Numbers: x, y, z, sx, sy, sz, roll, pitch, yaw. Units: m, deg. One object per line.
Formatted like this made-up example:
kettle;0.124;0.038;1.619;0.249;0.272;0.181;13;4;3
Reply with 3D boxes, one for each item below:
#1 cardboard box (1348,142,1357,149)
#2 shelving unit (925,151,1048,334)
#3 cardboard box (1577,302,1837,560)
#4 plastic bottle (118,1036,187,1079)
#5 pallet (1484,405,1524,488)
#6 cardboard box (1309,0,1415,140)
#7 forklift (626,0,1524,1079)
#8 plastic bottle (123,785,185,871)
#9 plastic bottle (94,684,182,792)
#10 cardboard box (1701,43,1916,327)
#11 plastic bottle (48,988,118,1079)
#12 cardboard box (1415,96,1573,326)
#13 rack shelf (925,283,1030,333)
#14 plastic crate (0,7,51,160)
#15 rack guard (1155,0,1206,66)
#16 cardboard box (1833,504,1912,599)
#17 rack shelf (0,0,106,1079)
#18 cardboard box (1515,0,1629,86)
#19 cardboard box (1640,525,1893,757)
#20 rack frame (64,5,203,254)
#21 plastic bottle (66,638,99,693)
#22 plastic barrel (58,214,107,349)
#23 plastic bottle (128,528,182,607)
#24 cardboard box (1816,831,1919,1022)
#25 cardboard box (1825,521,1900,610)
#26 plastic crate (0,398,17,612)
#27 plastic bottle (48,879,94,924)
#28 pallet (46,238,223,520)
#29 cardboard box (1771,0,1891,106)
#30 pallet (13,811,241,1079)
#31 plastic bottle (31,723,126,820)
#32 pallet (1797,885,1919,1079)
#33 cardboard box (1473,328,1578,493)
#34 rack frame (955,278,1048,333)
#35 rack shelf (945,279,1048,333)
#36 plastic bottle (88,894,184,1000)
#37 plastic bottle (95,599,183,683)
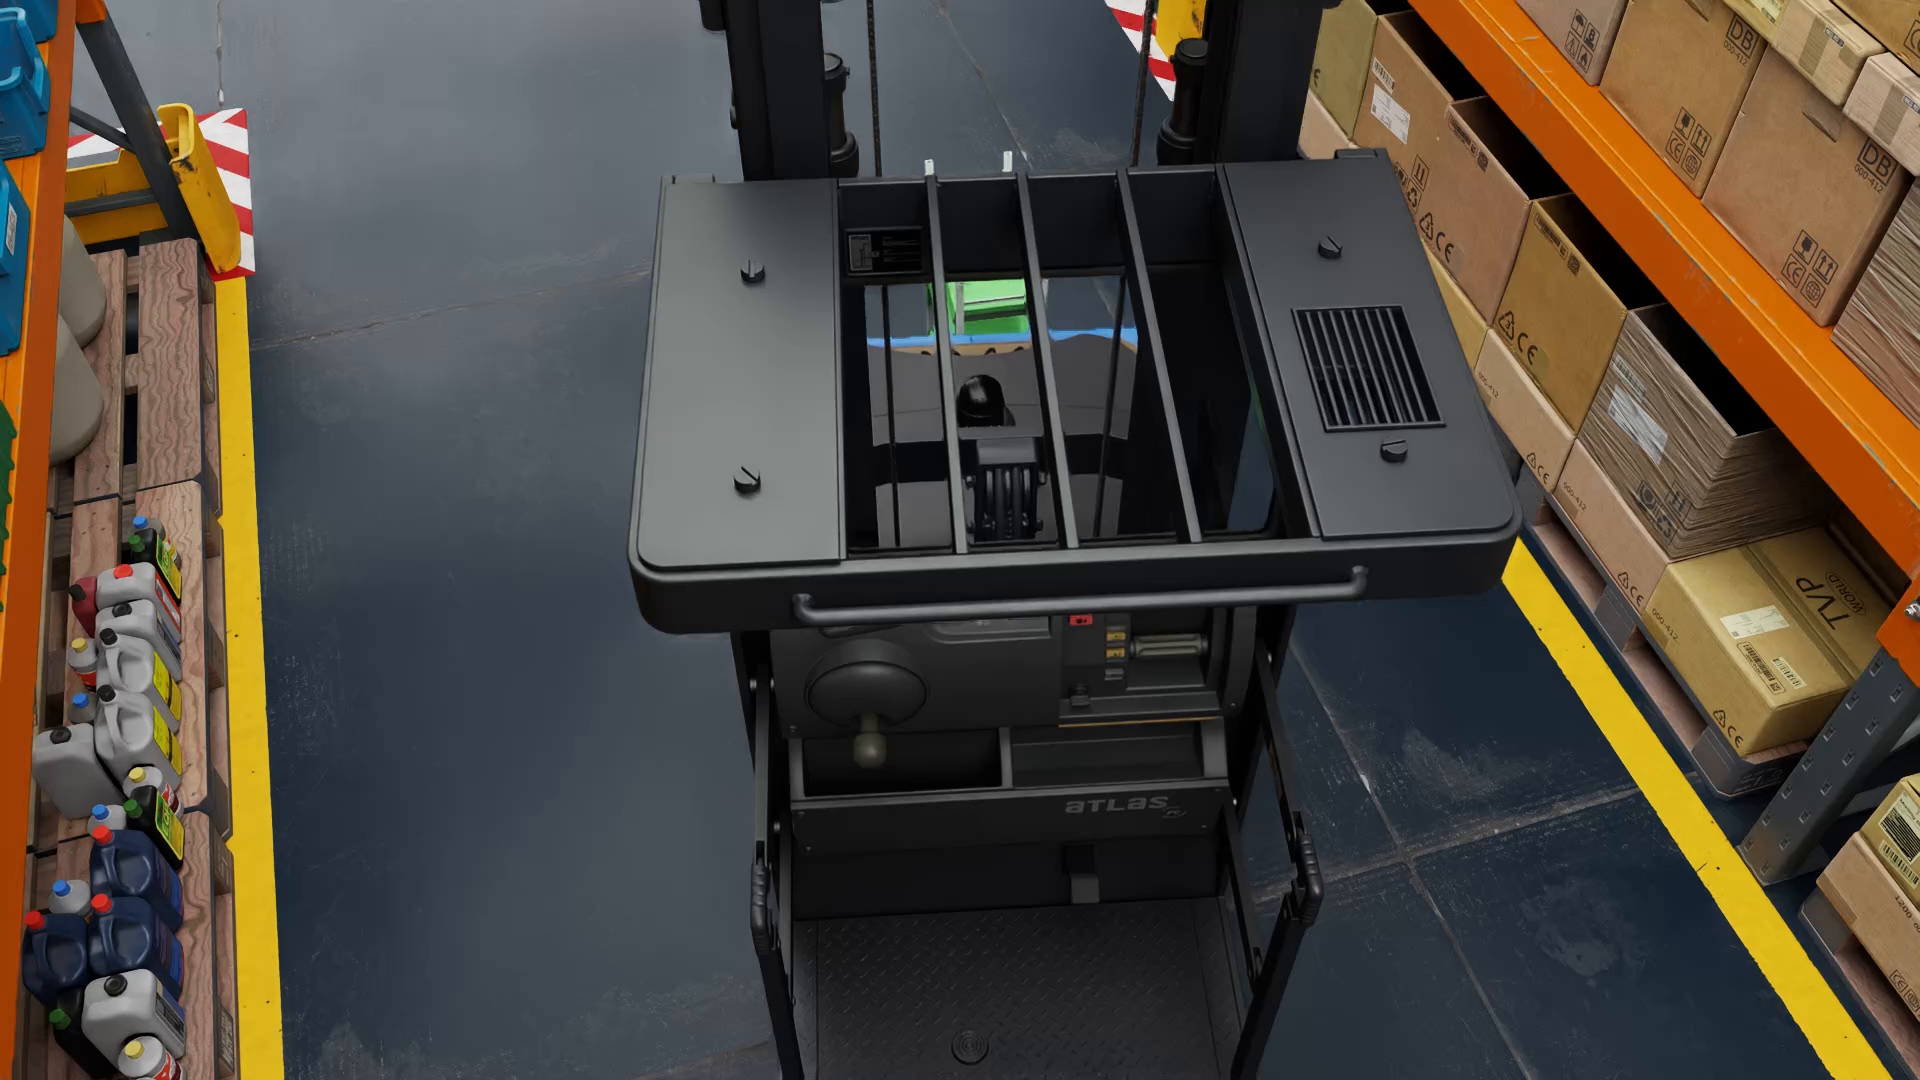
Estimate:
cardboard box;1.672;-1.189;5.814;0.500;0.250;0.500;-13;51;-11
shelving unit;0.065;-0.480;4.870;0.258;1.200;0.503;-8;50;-6
cardboard box;2.127;-0.338;4.606;0.500;0.500;0.500;-13;51;-11
plastic bottle;-1.859;1.207;3.813;0.097;0.201;0.097;0;50;0
pallet;2.050;-0.774;5.765;1.003;0.211;1.213;-13;51;-11
cardboard box;1.523;-1.796;5.835;0.500;0.500;0.500;-13;51;-11
forklift;0.119;0.333;3.052;1.130;2.935;3.031;-3;50;-2
plastic bottle;-2.030;0.710;4.179;0.061;0.283;0.133;-11;51;-9
plastic bottle;-2.147;0.507;4.305;0.144;0.351;0.185;-14;51;-11
cardboard box;2.311;-0.929;4.006;0.700;0.500;0.500;-14;51;-11
plastic bottle;-2.022;1.123;3.830;0.061;0.283;0.133;-13;51;-11
cardboard box;1.814;-1.064;5.219;0.500;0.500;0.500;-13;51;-11
rack shelf;0.065;-0.593;4.735;0.258;0.148;0.480;-8;50;-6
plastic crate;-2.685;-1.173;4.374;0.499;0.251;0.408;-13;51;-11
rack guard;1.420;-2.323;6.882;1.175;0.500;0.348;-13;51;-11
cardboard box;2.772;-0.090;4.398;0.500;0.500;0.500;-13;51;-11
rack shelf;-2.714;-0.302;4.013;1.077;0.370;4.000;-13;51;-11
cardboard box;2.013;-1.670;4.631;0.700;0.500;0.500;-12;51;-10
cardboard box;2.264;0.271;4.583;0.500;0.250;0.500;-13;51;-11
rack frame;-3.306;-1.994;4.969;1.000;3.000;0.127;-13;51;-11
plastic bottle;-2.368;0.341;4.543;0.097;0.201;0.097;0;50;0
plastic barrel;-3.038;-0.864;5.369;0.421;0.512;0.421;0;50;0
plastic bottle;-2.292;0.063;4.724;0.061;0.283;0.133;-12;51;-10
cardboard box;2.493;0.911;4.044;0.500;0.250;0.500;-14;51;-12
cardboard box;2.762;0.153;4.682;0.500;0.250;0.500;-13;51;-11
plastic crate;-2.255;-0.060;3.477;0.450;0.188;0.662;-13;51;-11
plastic bottle;-2.123;0.903;4.024;0.097;0.271;0.097;0;50;0
pallet;-3.003;-0.456;5.497;1.003;0.211;1.213;-13;51;-11
cardboard box;2.095;-1.145;3.764;0.380;0.149;0.250;-13;51;-11
pallet;-2.282;1.326;3.994;1.003;0.211;1.213;-13;51;-11
plastic bottle;-2.281;0.583;4.290;0.152;0.276;0.135;-13;51;-11
pallet;2.865;1.238;4.068;1.003;0.211;1.213;-13;51;-11
cardboard box;1.964;-0.458;5.198;0.500;0.250;0.500;-13;51;-11
rack frame;0.107;-0.296;4.715;0.240;1.200;0.015;-8;50;-6
rack shelf;0.065;-0.748;4.552;0.258;0.148;0.480;-8;50;-6
plastic bottle;-1.965;0.956;3.927;0.144;0.351;0.185;-12;51;-10
plastic bottle;-2.255;0.276;4.550;0.152;0.276;0.135;-15;51;-12
